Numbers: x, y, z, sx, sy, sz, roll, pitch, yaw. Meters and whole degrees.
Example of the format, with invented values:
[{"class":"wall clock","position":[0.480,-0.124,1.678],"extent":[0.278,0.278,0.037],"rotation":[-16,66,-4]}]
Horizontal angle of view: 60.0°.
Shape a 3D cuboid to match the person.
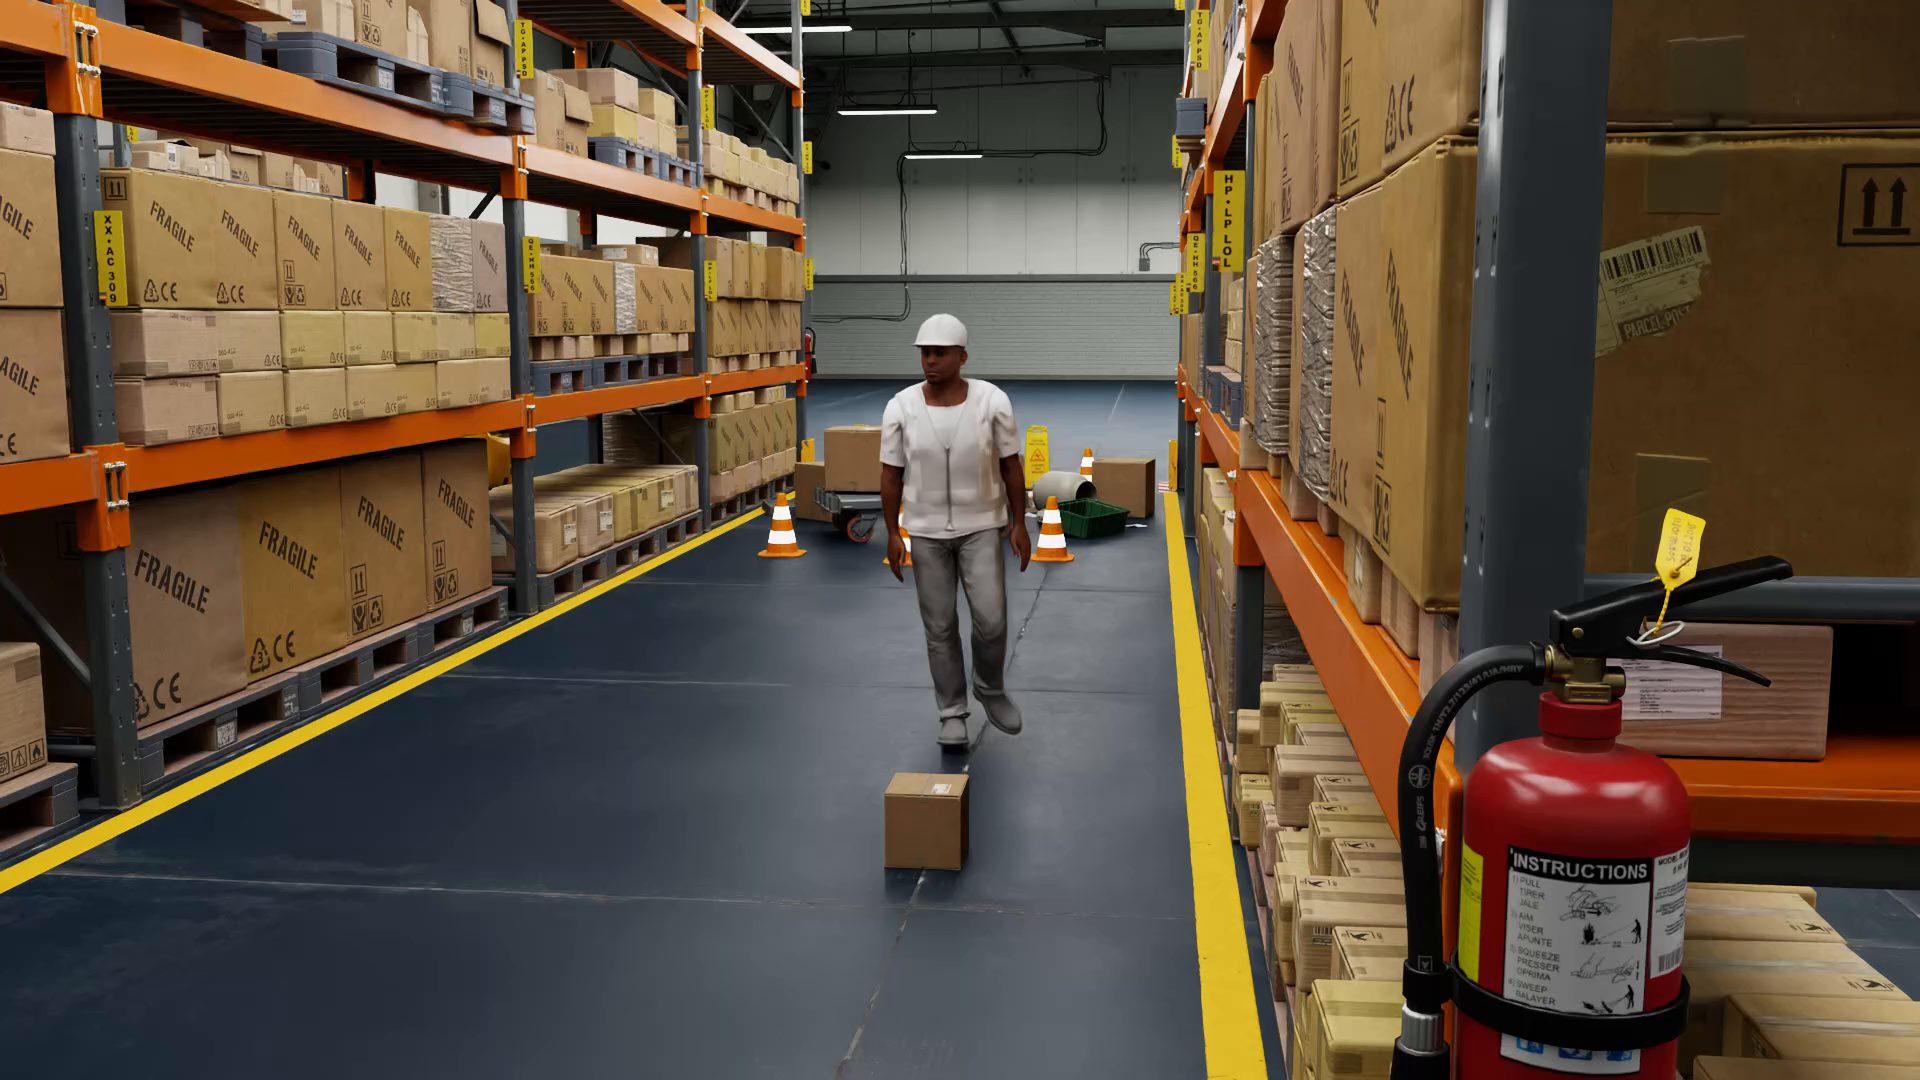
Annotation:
[{"class":"person","position":[-0.020,-0.033,6.766],"extent":[0.615,1.754,0.474],"rotation":[1,8,6]}]
